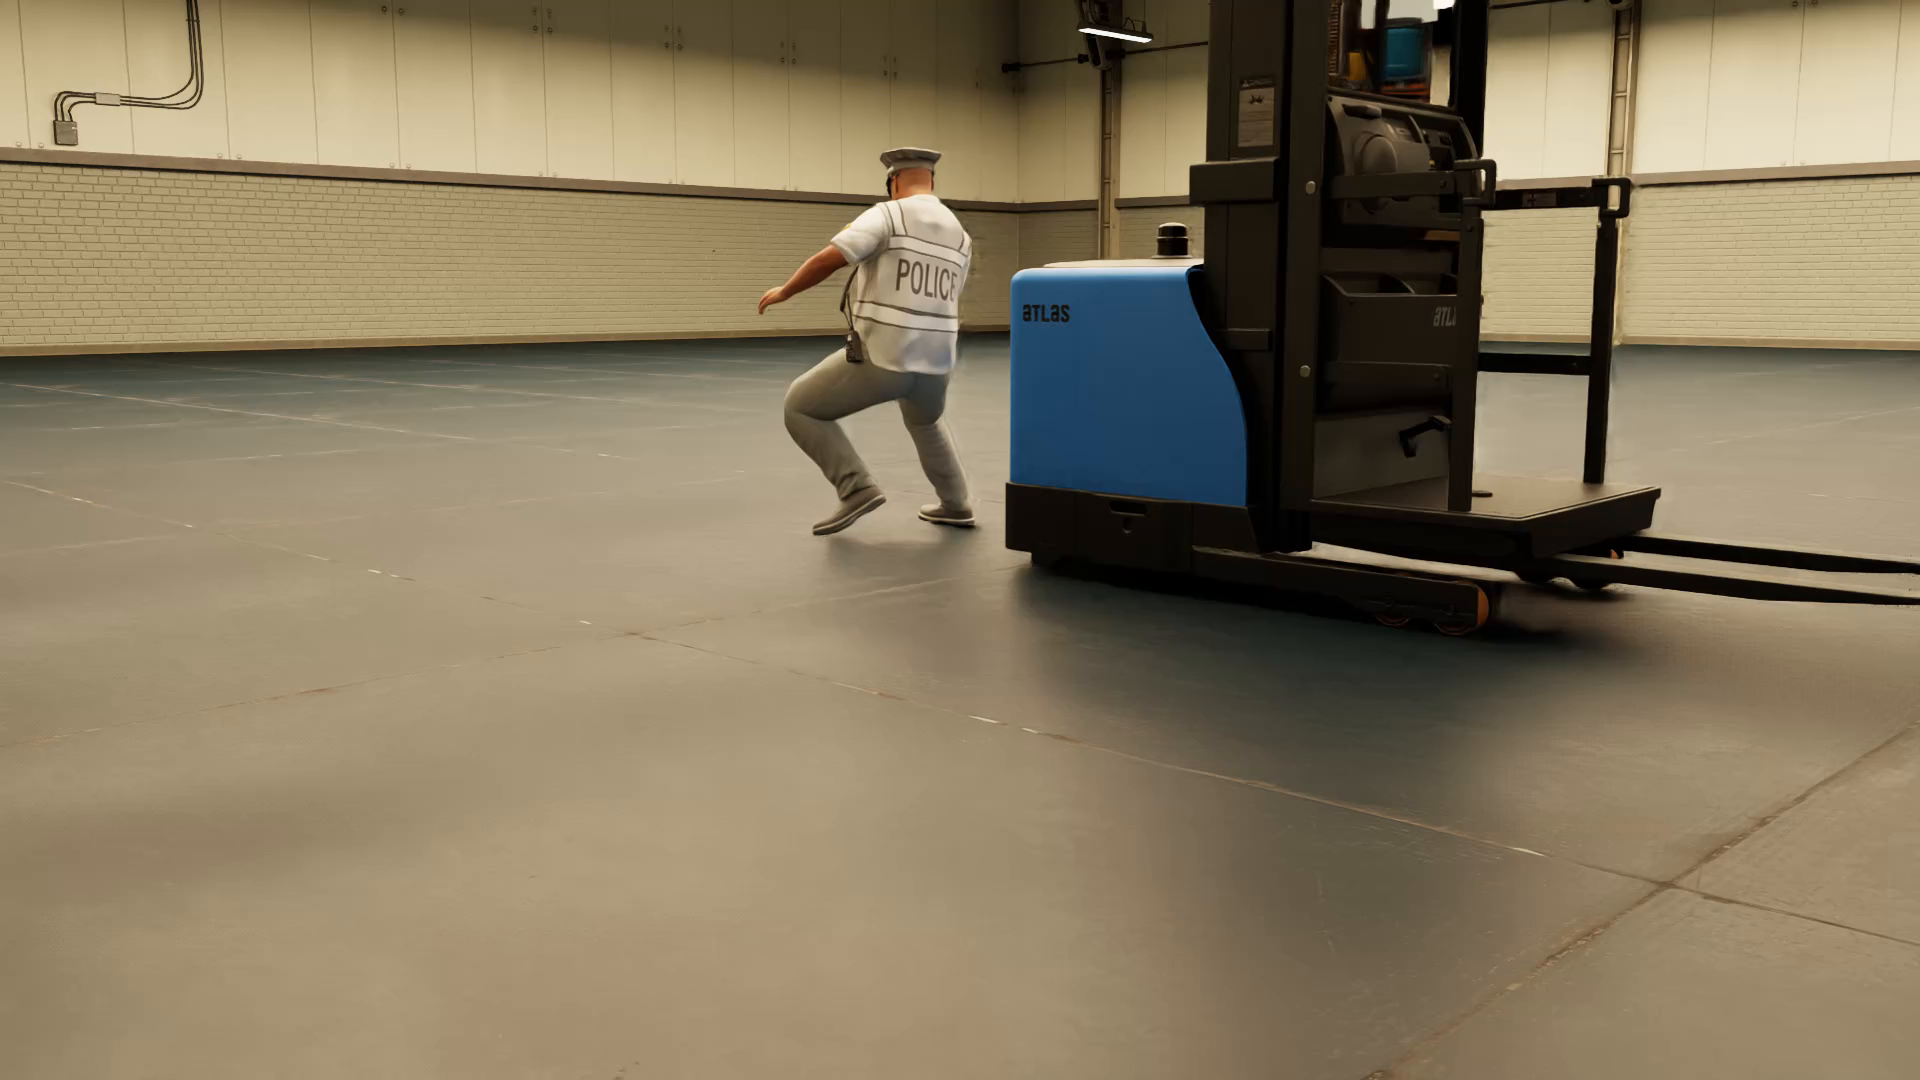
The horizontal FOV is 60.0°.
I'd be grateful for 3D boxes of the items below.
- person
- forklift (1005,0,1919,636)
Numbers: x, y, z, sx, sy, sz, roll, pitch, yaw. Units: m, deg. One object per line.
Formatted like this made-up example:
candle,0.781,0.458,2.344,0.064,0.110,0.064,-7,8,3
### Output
person,-0.331,-0.800,6.784,0.935,1.556,0.777,-6,10,-35
forklift,1.592,-1.257,5.219,3.031,2.935,1.130,8,12,42
